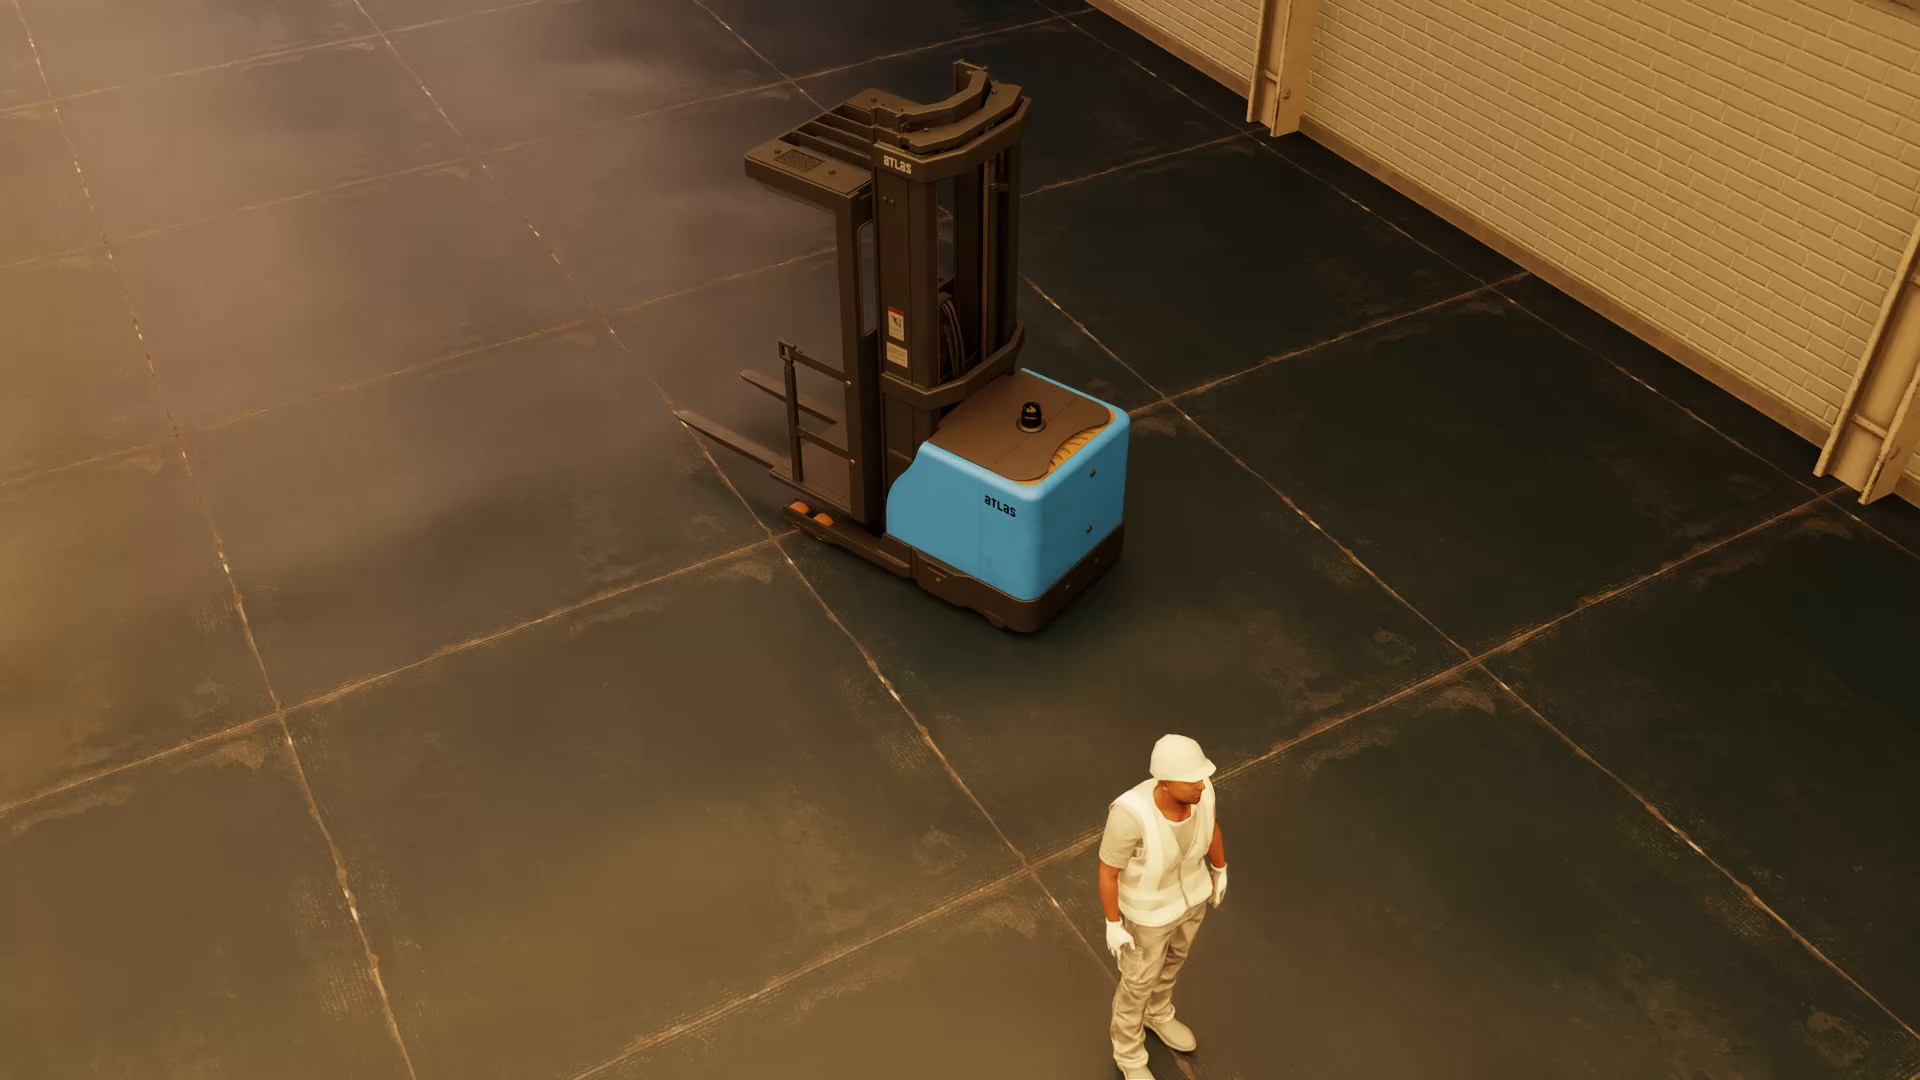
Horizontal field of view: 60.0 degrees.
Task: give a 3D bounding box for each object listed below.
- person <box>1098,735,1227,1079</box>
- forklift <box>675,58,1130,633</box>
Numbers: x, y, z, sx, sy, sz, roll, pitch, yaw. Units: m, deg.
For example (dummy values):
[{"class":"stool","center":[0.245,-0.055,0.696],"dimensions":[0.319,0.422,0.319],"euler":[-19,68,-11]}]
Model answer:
[{"class":"person","center":[0.906,1.566,7.035],"dimensions":[0.656,1.781,0.577],"euler":[-24,46,-27]},{"class":"forklift","center":[-0.481,-1.366,9.683],"dimensions":[3.031,2.935,1.130],"euler":[26,46,28]}]
